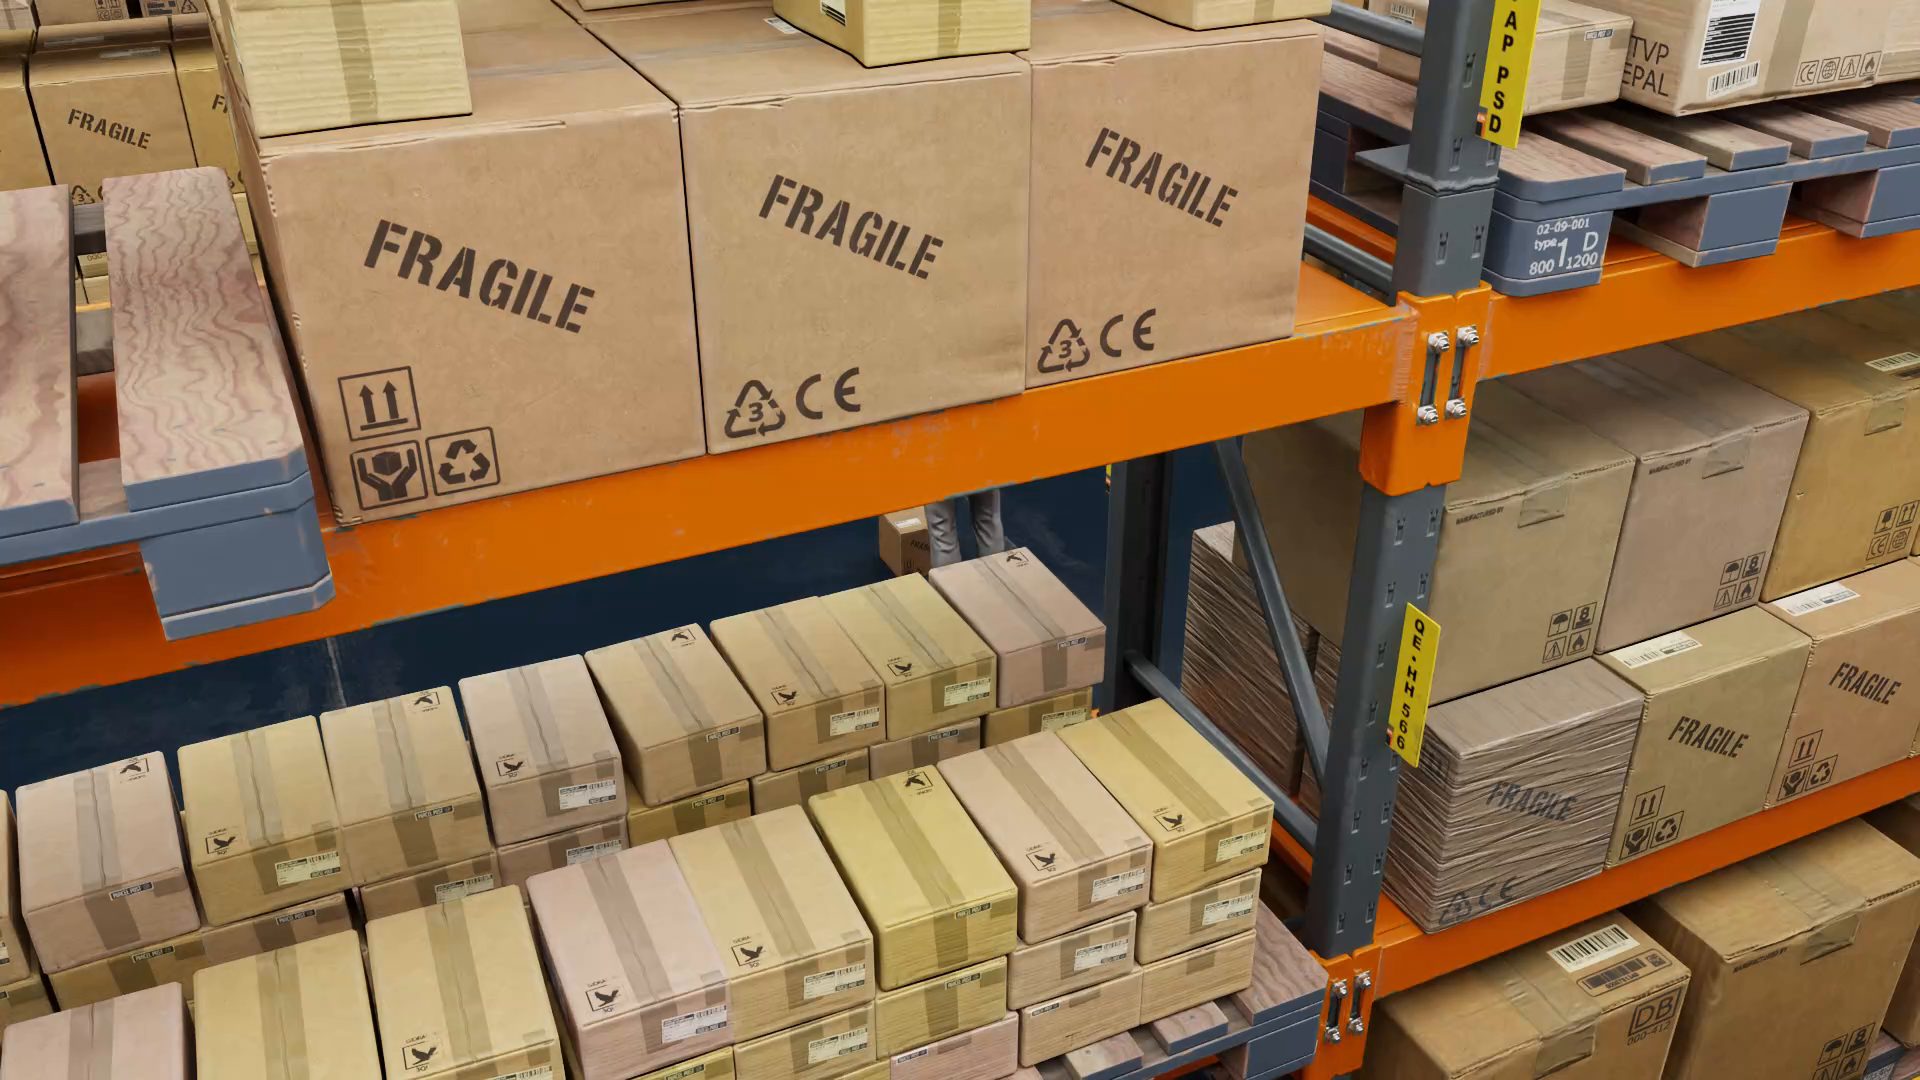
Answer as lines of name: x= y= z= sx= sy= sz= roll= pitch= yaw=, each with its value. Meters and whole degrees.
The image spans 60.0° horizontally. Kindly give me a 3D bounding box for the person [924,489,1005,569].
person: x=-0.004 y=-0.409 z=6.834 sx=0.450 sy=1.680 sz=0.327 roll=-13 pitch=32 yaw=-21
